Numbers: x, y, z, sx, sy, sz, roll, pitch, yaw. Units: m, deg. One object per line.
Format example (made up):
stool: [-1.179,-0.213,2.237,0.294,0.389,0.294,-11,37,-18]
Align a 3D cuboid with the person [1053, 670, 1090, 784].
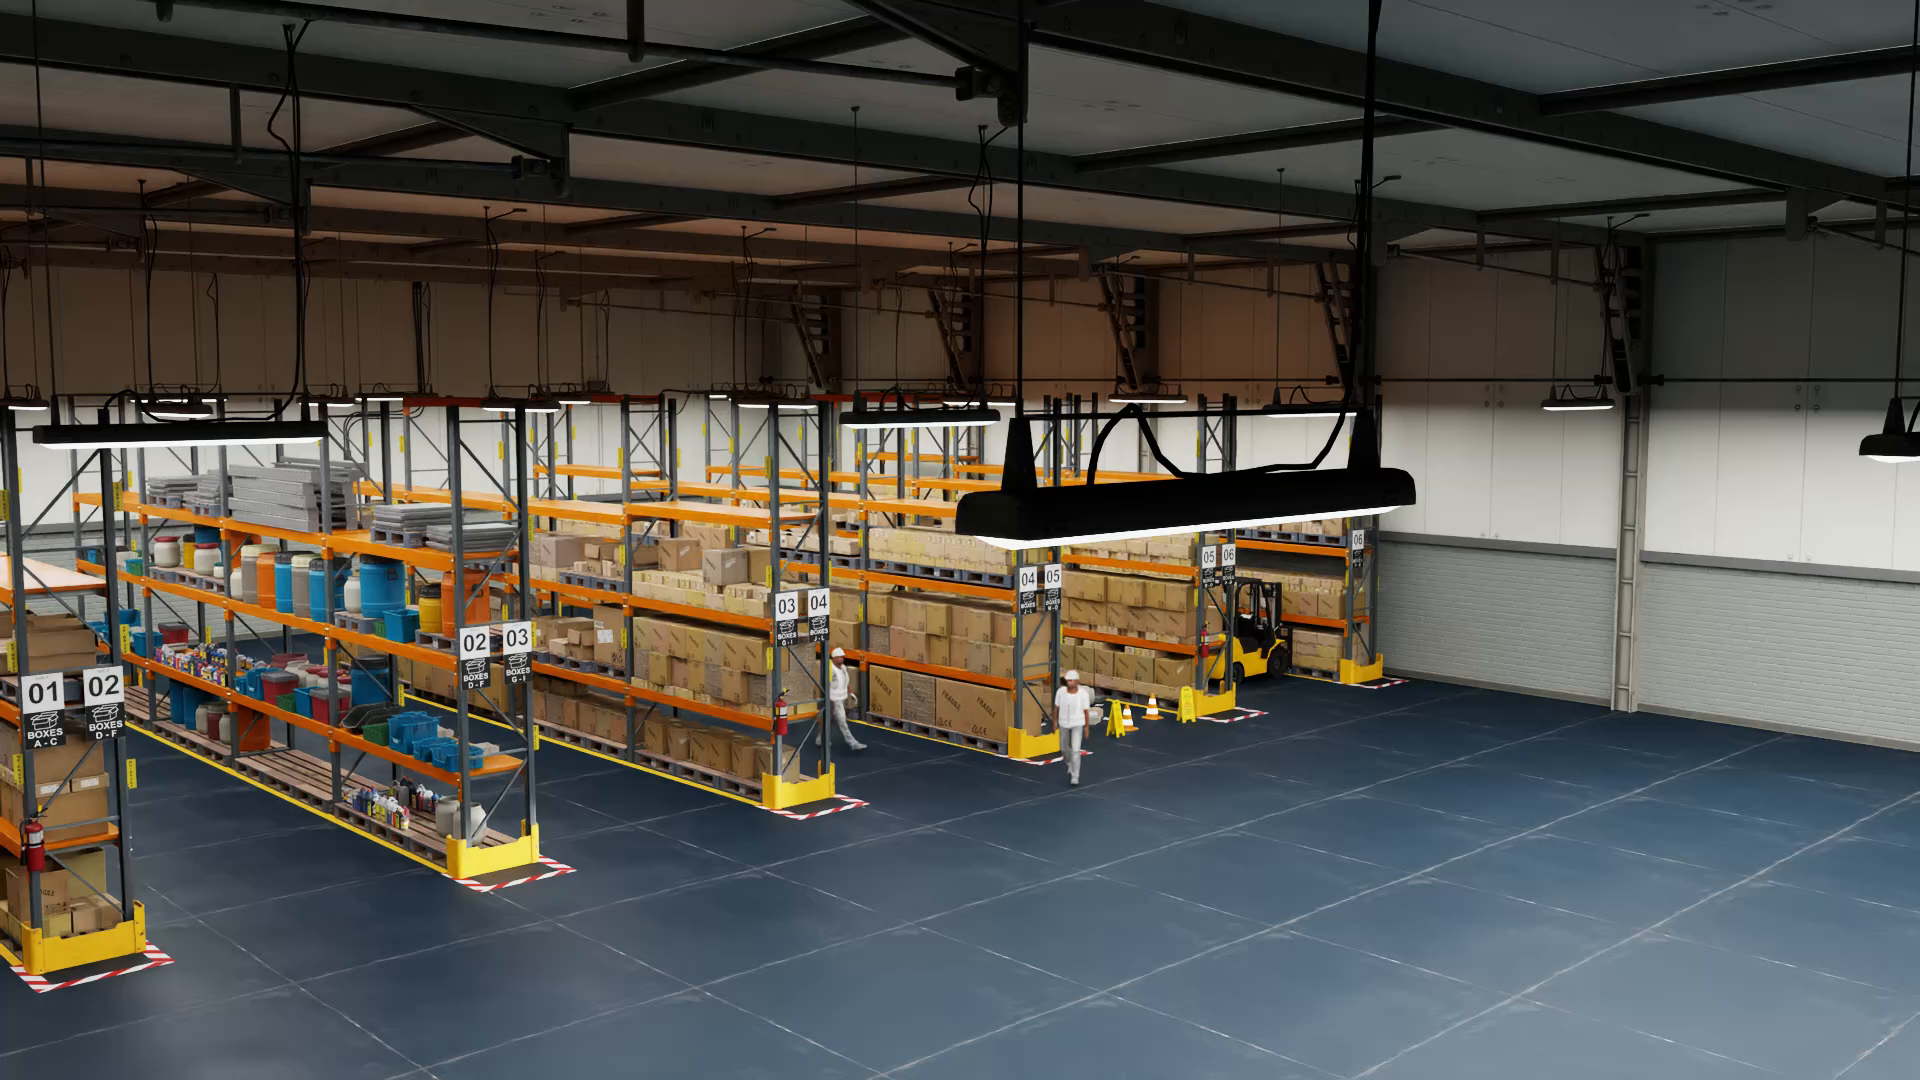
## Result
person: [1.775,2.918,26.256,0.565,1.751,0.798,2,6,23]

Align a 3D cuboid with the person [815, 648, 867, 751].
person: [-2.009,2.700,28.347,1.065,1.722,0.577,2,6,18]
